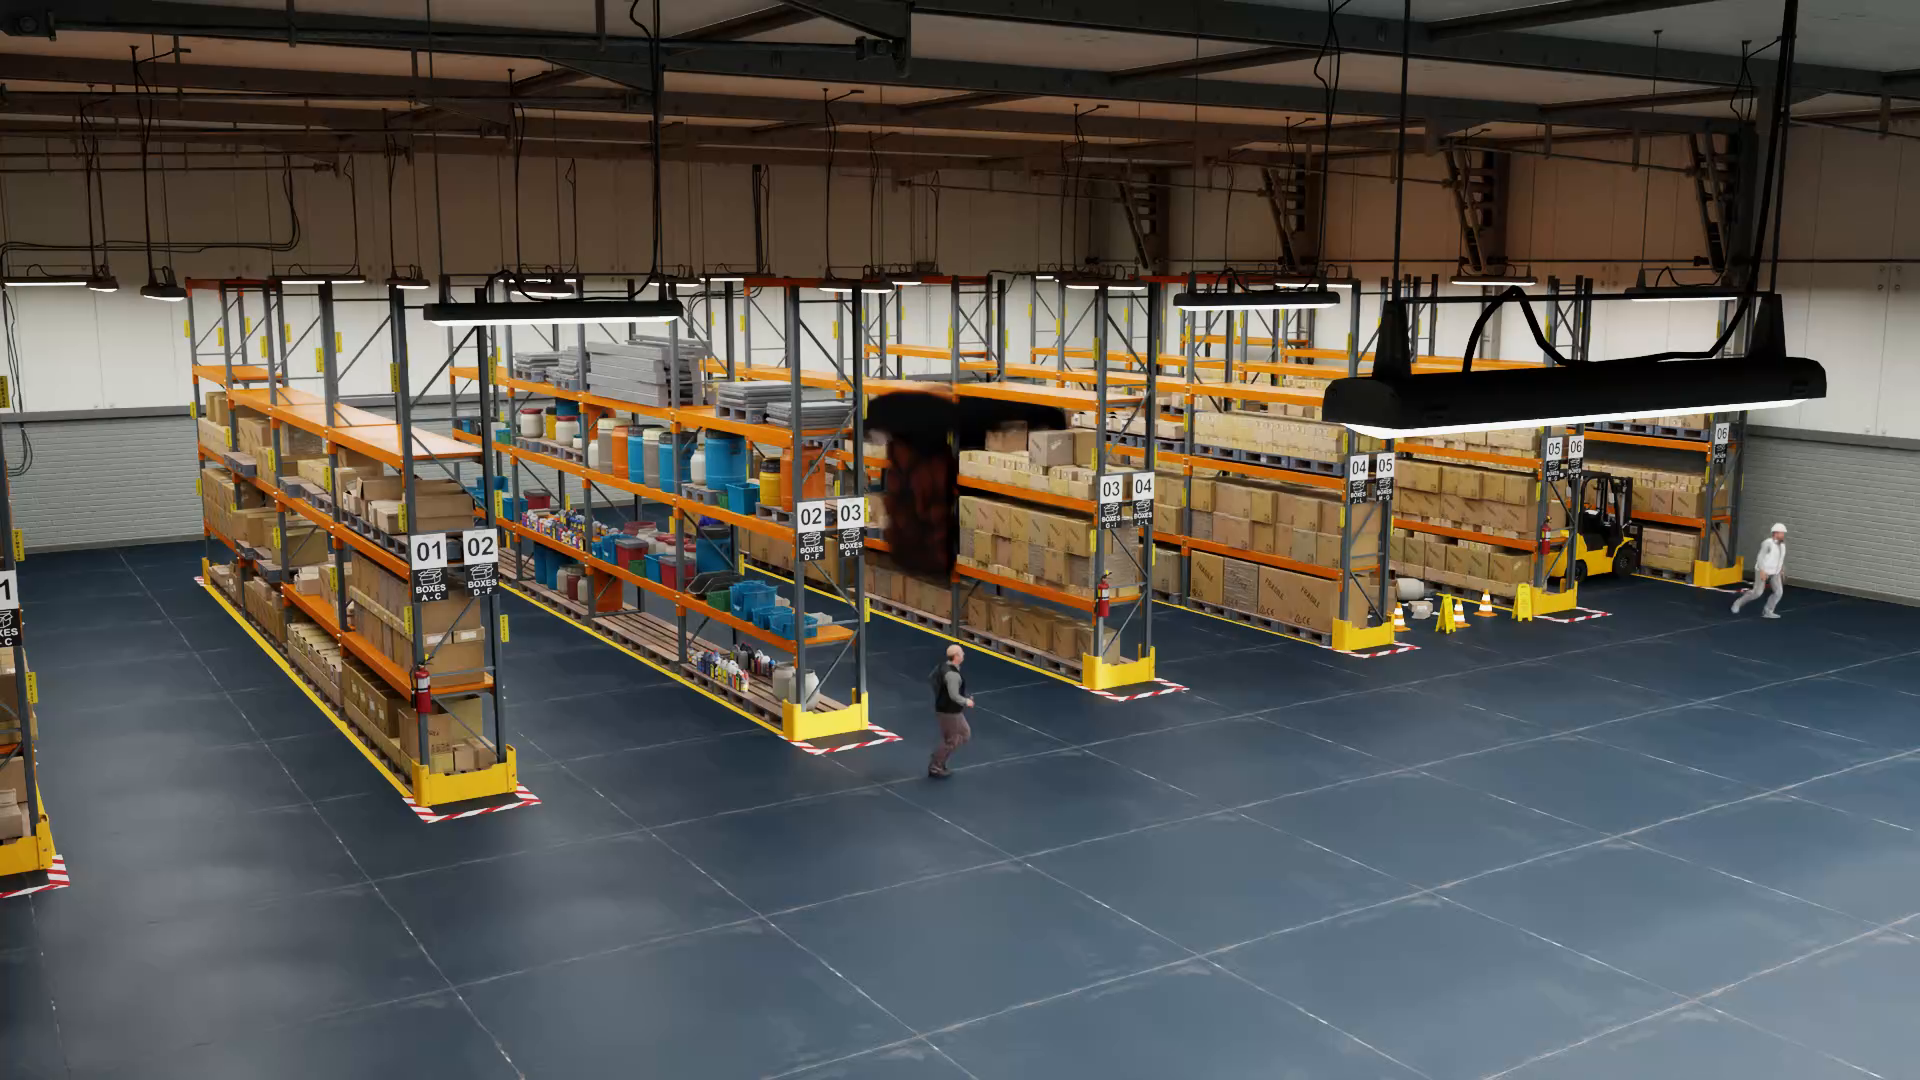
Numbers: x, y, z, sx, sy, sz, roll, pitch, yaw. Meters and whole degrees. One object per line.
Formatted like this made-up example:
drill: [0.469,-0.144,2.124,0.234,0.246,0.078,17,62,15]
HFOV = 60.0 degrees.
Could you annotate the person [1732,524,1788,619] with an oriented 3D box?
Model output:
person: [14.314,0.535,29.671,0.779,1.715,0.726,-5,11,-26]

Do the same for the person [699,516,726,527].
person: [-4.977,0.024,33.334,0.544,1.525,0.815,-3,10,-18]

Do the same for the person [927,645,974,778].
person: [-0.112,2.103,20.430,0.582,1.677,0.655,-1,10,-4]
